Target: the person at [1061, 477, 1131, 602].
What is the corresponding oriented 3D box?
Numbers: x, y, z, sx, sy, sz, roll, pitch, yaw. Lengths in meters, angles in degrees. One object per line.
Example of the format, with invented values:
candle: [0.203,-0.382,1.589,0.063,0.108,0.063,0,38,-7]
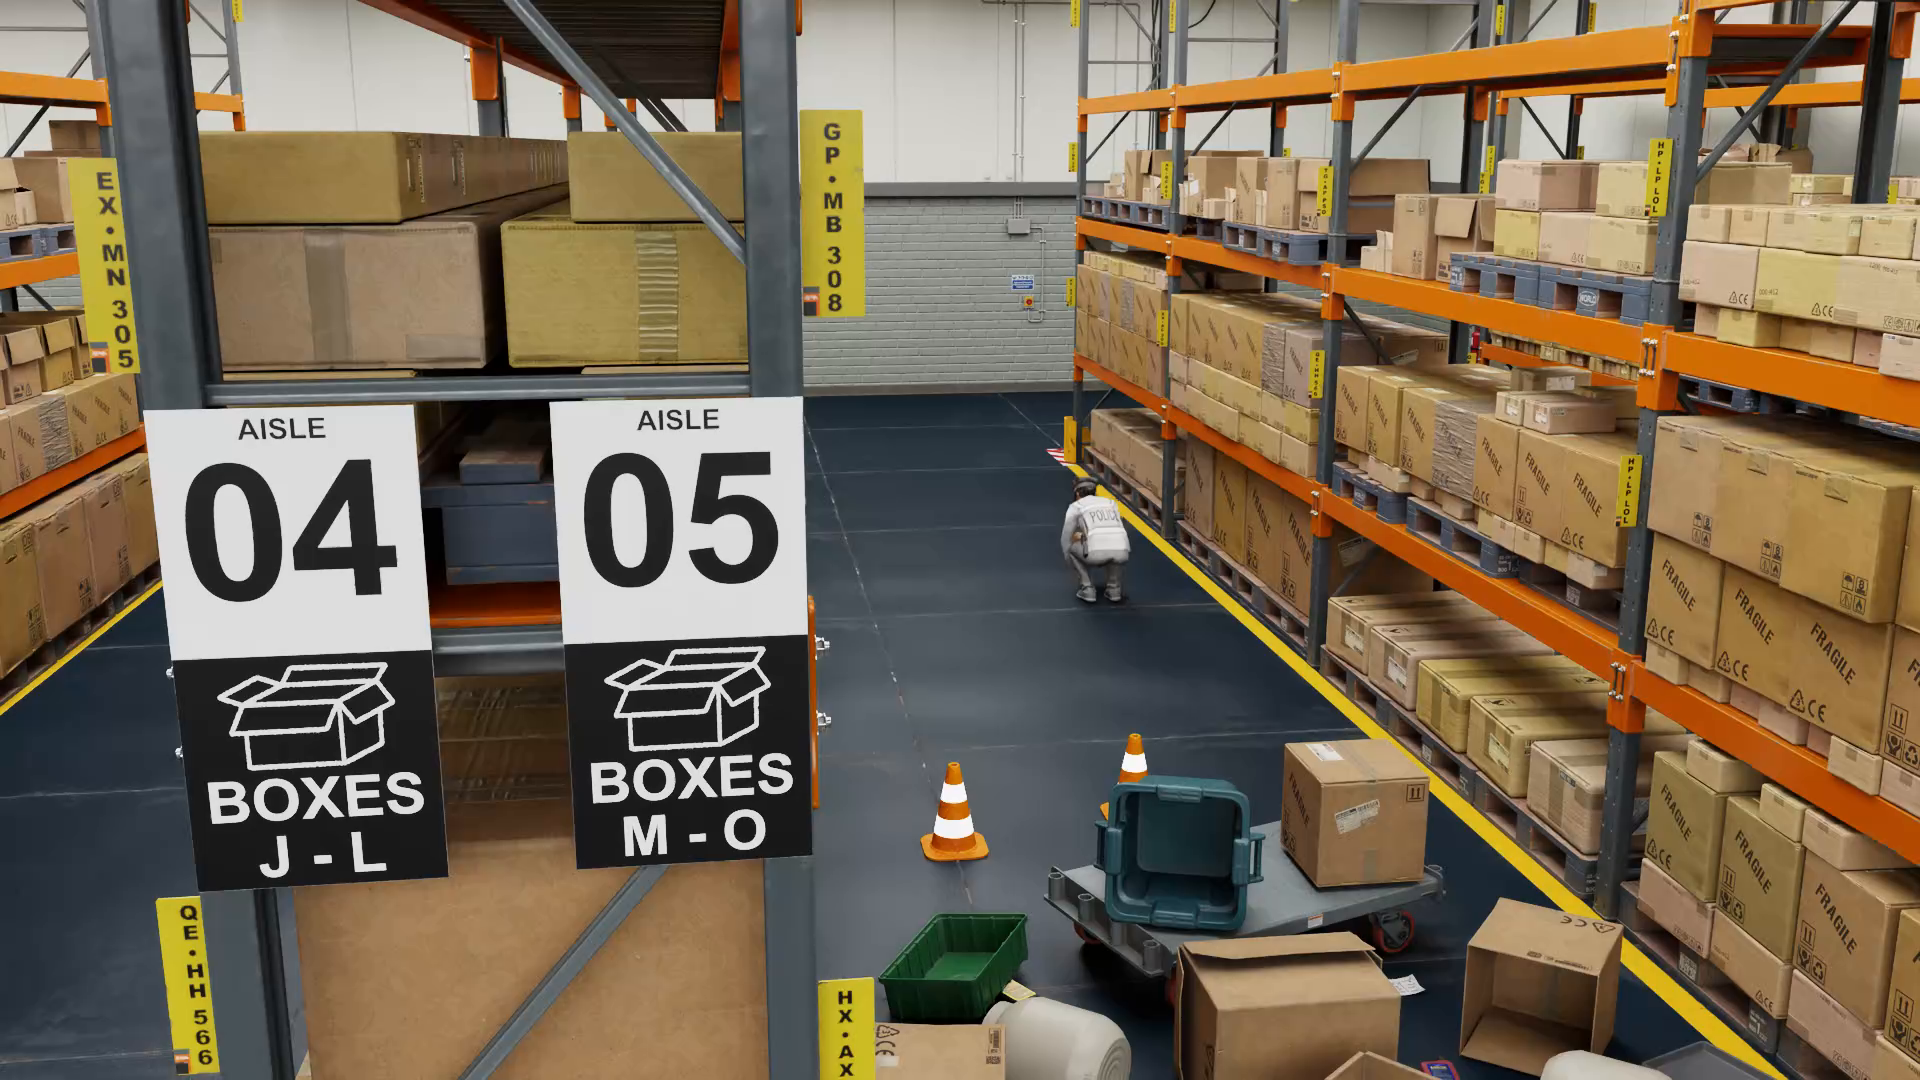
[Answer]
person: [1.105,-0.001,13.524,0.515,0.970,0.807,-2,13,-8]
